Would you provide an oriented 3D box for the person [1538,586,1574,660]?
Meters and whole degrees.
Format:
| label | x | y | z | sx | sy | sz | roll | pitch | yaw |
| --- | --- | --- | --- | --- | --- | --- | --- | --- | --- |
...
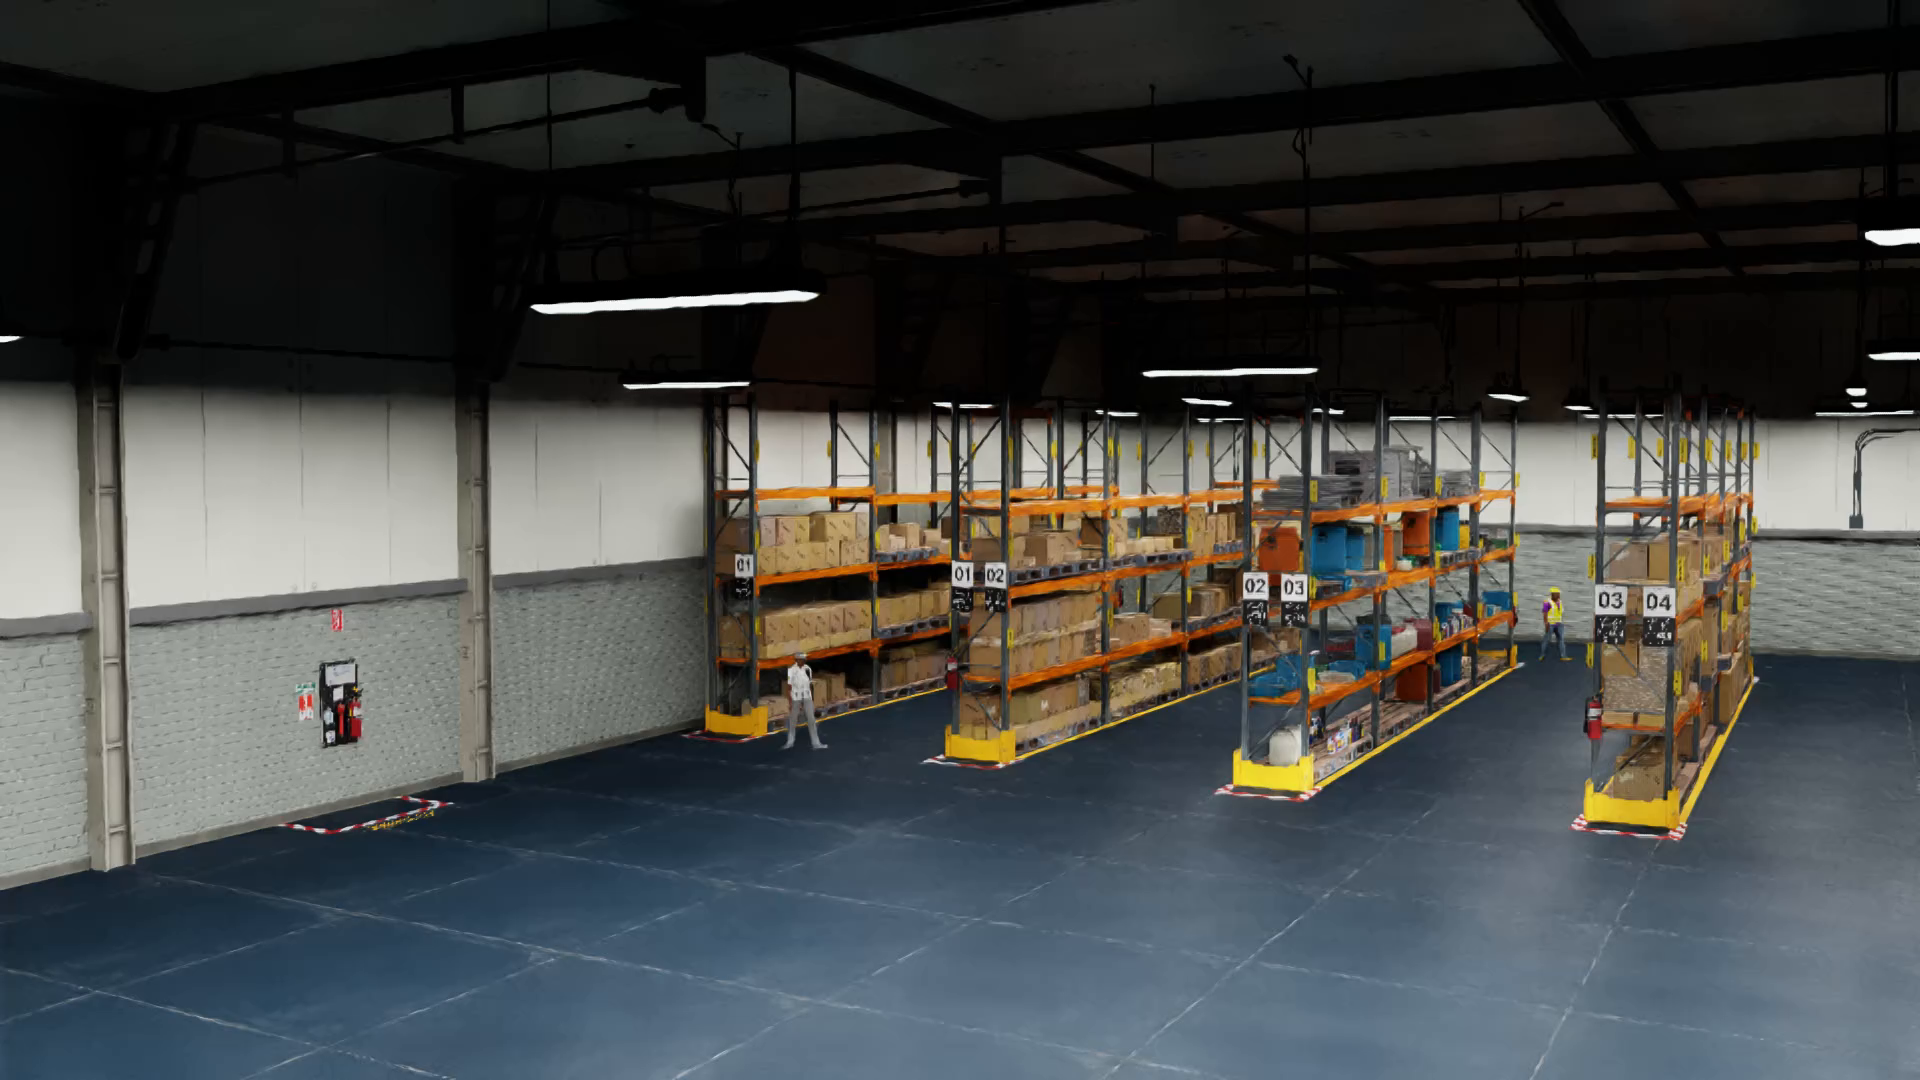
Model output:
| label | x | y | z | sx | sy | sz | roll | pitch | yaw |
| --- | --- | --- | --- | --- | --- | --- | --- | --- | --- |
| person | 14.141 | 1.977 | 39.498 | 0.744 | 1.755 | 0.568 | -1 | 3 | -22 |

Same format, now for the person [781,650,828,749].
| label | x | y | z | sx | sy | sz | roll | pitch | yaw |
| --- | --- | --- | --- | --- | --- | --- | --- | --- | --- |
| person | -2.616 | 2.657 | 27.732 | 0.697 | 1.670 | 0.559 | -1 | 3 | -24 |
